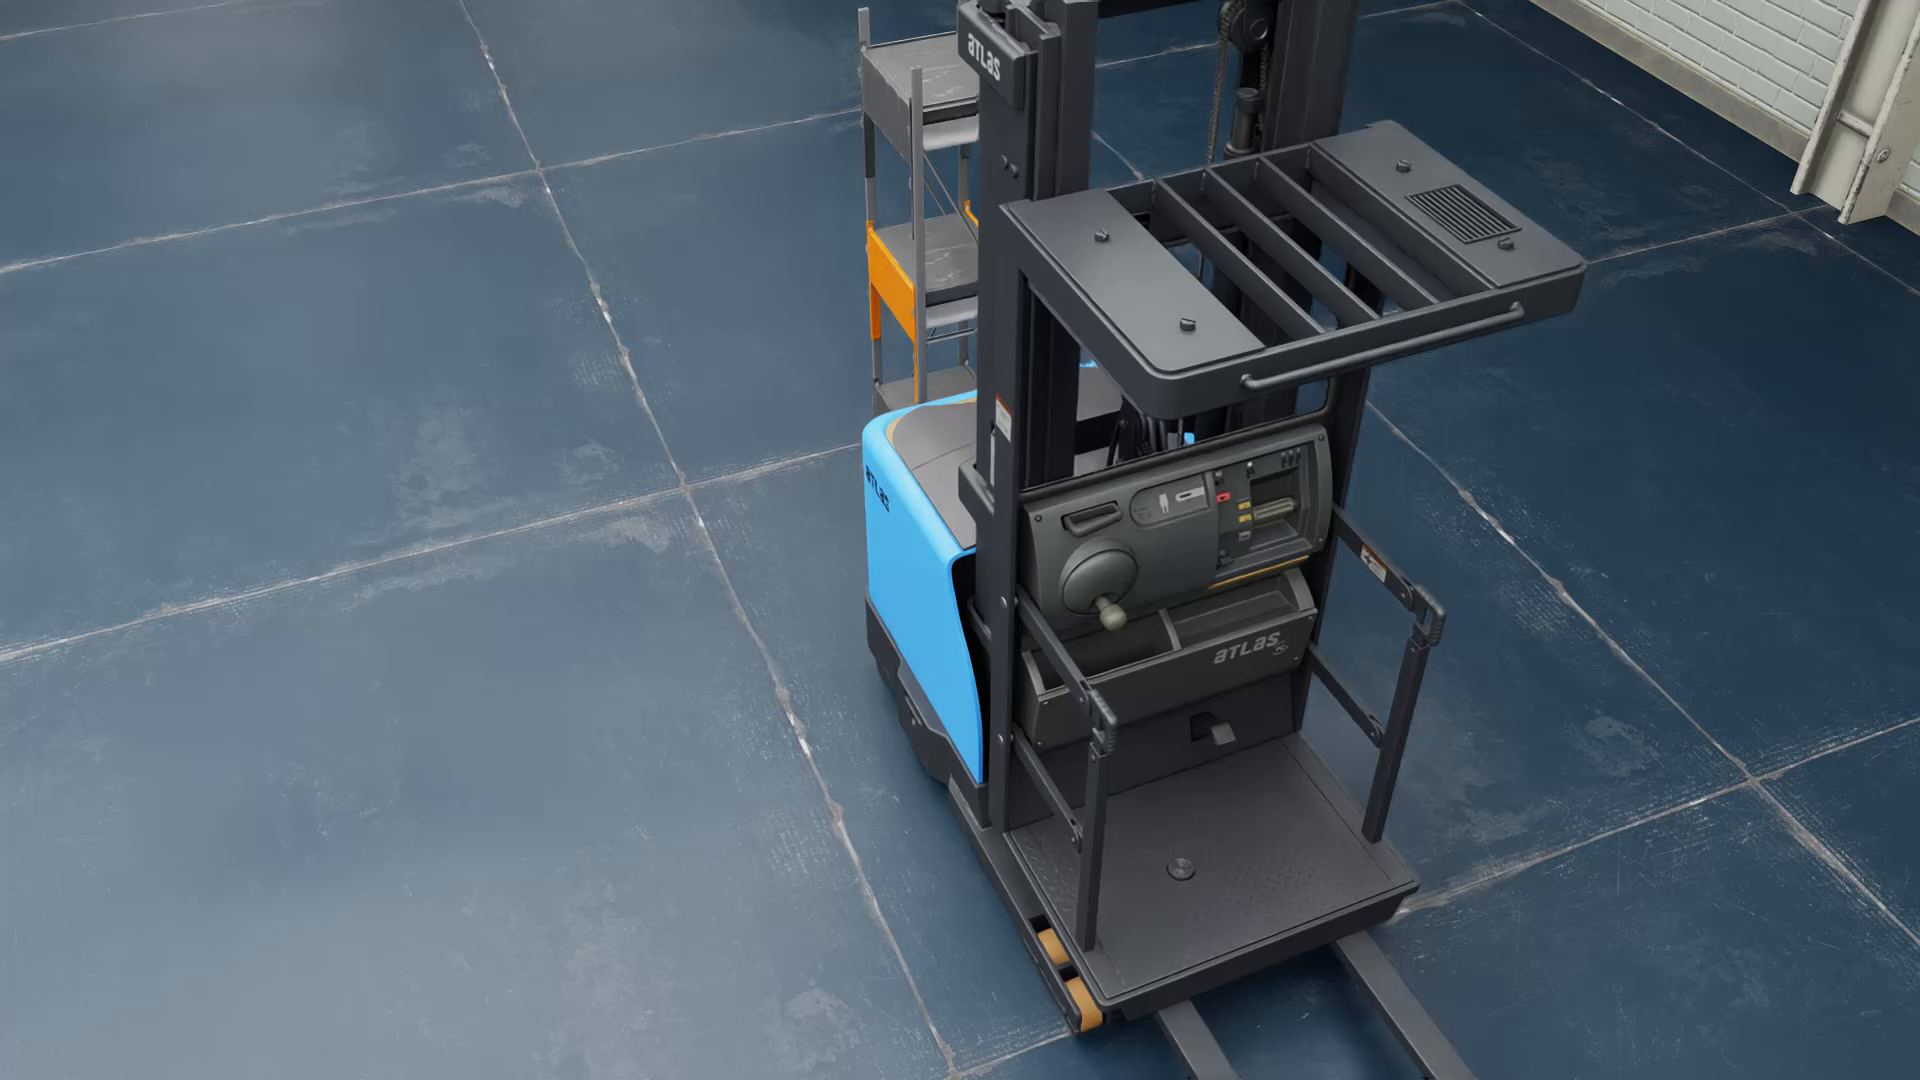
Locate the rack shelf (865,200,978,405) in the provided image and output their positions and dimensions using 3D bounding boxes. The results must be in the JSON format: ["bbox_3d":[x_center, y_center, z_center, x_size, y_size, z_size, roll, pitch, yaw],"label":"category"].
[{"bbox_3d":[-0.063,-0.885,6.190,0.431,0.518,0.480,-15,43,-17],"label":"rack shelf"}]

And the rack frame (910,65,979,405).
[{"bbox_3d":[0.030,-0.749,6.010,0.400,2.100,0.015,-15,43,-17],"label":"rack frame"}]

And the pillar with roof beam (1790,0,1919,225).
[{"bbox_3d":[0.696,-4.137,4.659,9.100,9.000,0.400,-15,43,-17],"label":"pillar with roof beam"}]

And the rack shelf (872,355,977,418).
[{"bbox_3d":[-0.063,-0.355,6.647,0.431,0.518,0.480,-15,43,-17],"label":"rack shelf"}]

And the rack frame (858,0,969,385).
[{"bbox_3d":[-0.157,-1.043,6.352,0.400,2.100,0.015,-15,43,-17],"label":"rack frame"}]

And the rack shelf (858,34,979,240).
[{"bbox_3d":[-0.063,-1.416,5.734,0.431,0.518,0.480,-15,43,-17],"label":"rack shelf"}]

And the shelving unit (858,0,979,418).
[{"bbox_3d":[-0.063,-0.896,6.181,0.431,2.100,0.503,-15,43,-17],"label":"shelving unit"}]

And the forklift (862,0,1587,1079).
[{"bbox_3d":[0.708,0.048,4.446,1.130,2.935,3.031,-16,43,-18],"label":"forklift"}]
